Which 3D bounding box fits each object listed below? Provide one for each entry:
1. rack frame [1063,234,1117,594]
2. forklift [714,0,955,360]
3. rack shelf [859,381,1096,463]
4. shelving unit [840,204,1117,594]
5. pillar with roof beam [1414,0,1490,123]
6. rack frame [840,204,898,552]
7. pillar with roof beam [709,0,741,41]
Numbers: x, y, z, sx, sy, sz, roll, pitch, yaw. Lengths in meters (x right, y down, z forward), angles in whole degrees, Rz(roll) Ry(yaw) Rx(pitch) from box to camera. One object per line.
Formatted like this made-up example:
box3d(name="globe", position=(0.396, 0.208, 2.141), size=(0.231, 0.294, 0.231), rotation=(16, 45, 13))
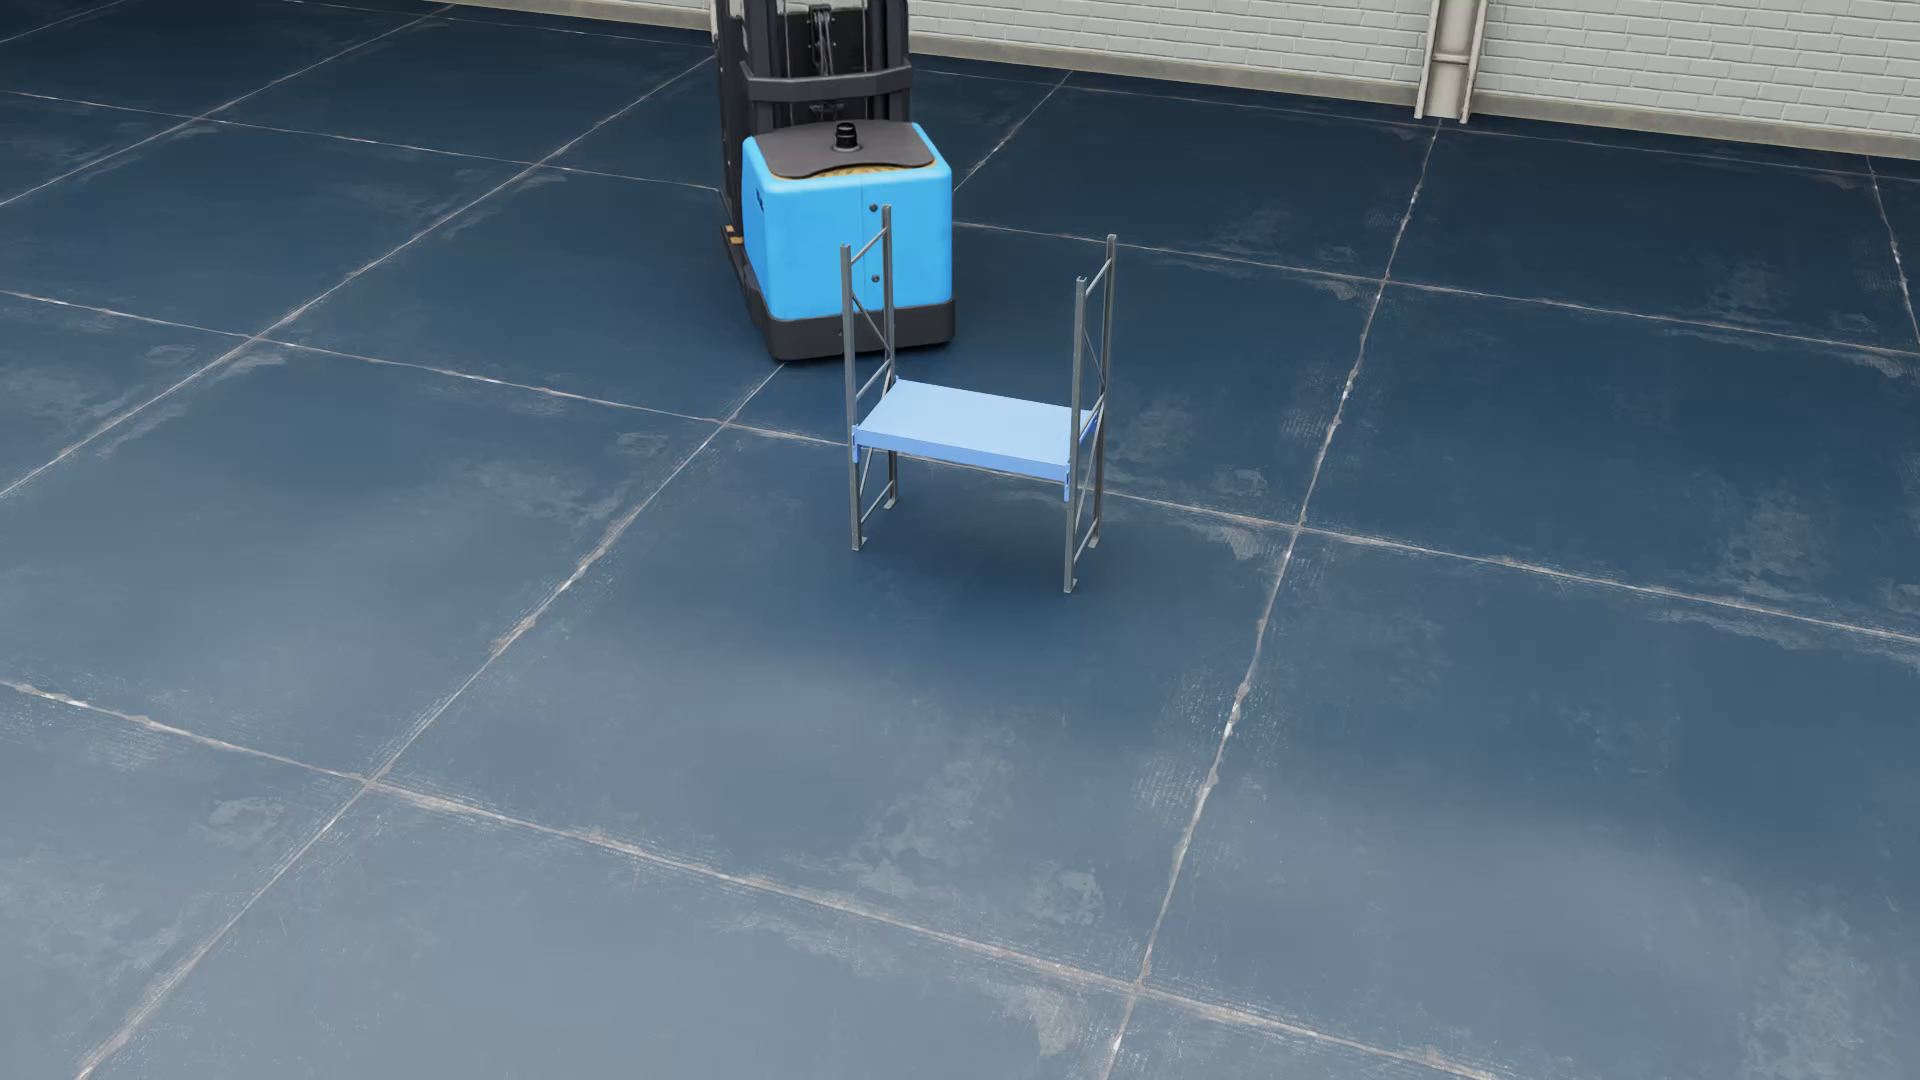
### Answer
box3d(name="rack frame", position=(0.559, -0.521, 7.175), size=(0.032, 1.500, 0.500), rotation=(11, 34, 16))
box3d(name="forklift", position=(-0.897, -3.013, 9.715), size=(1.130, 2.935, 3.031), rotation=(-8, 34, -12))
box3d(name="rack shelf", position=(0.080, -0.504, 7.390), size=(0.952, 0.062, 0.459), rotation=(11, 34, 16))
box3d(name="shelving unit", position=(0.080, -0.614, 7.319), size=(1.048, 1.500, 0.500), rotation=(11, 34, 16))
box3d(name="pillar with roof beam", position=(2.274, -4.868, 6.994), size=(0.400, 9.000, 9.100), rotation=(11, 34, 16))
box3d(name="rack frame", position=(-0.398, -0.708, 7.463), size=(0.032, 1.500, 0.500), rotation=(11, 34, 16))
box3d(name="pillar with roof beam", position=(-3.375, -5.966, 8.695), size=(0.400, 9.000, 9.100), rotation=(11, 34, 16))
